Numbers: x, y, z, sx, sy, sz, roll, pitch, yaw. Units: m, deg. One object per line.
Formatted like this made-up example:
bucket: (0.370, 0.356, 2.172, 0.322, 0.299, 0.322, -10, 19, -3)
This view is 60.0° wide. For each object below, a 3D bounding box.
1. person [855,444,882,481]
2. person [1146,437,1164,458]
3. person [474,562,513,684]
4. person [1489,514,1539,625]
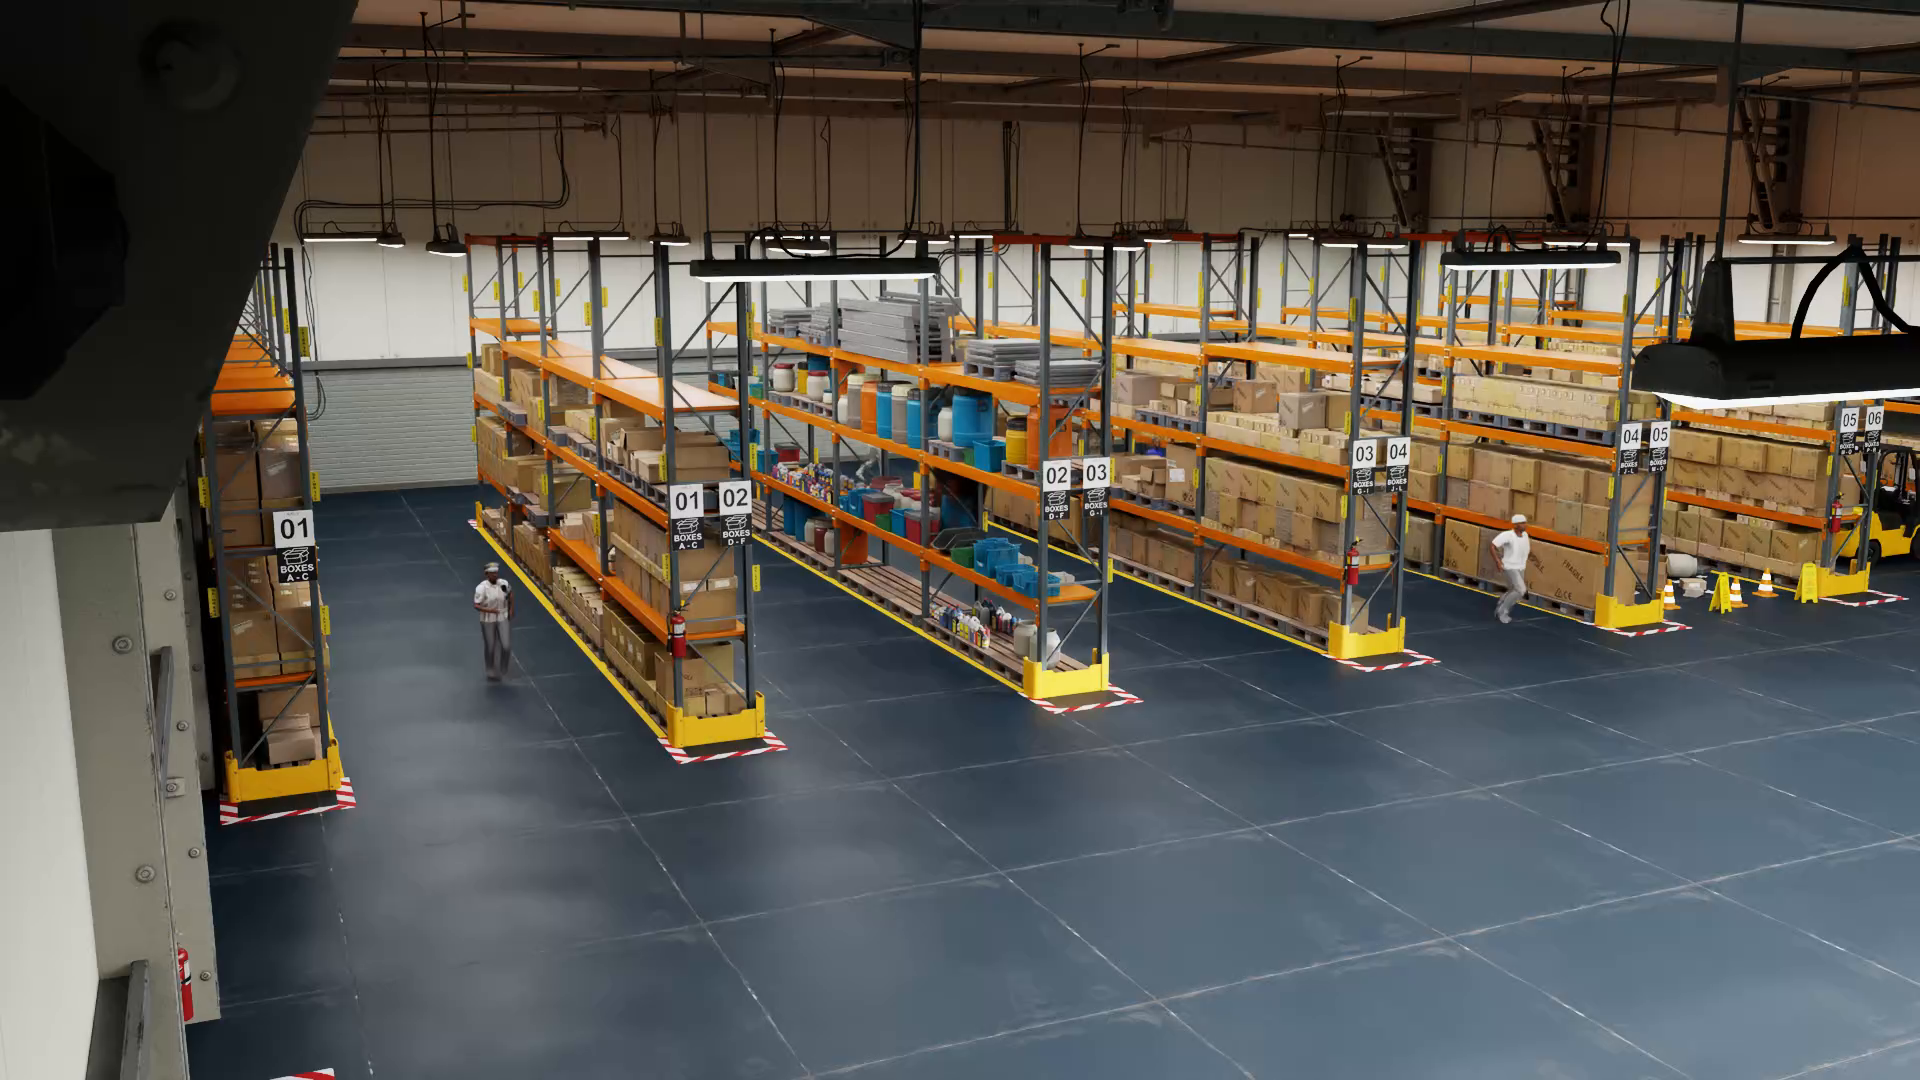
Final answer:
person: (-2.034, -2.229, 39.849, 0.988, 1.798, 0.669, -1, 11, -4)
person: (4.207, -1.390, 35.810, 0.578, 1.660, 0.870, -6, 13, -30)
person: (-6.390, 1.147, 22.864, 0.559, 1.750, 0.718, -6, 12, -28)
person: (8.756, 0.461, 26.209, 0.697, 1.750, 0.667, -8, 14, -37)
